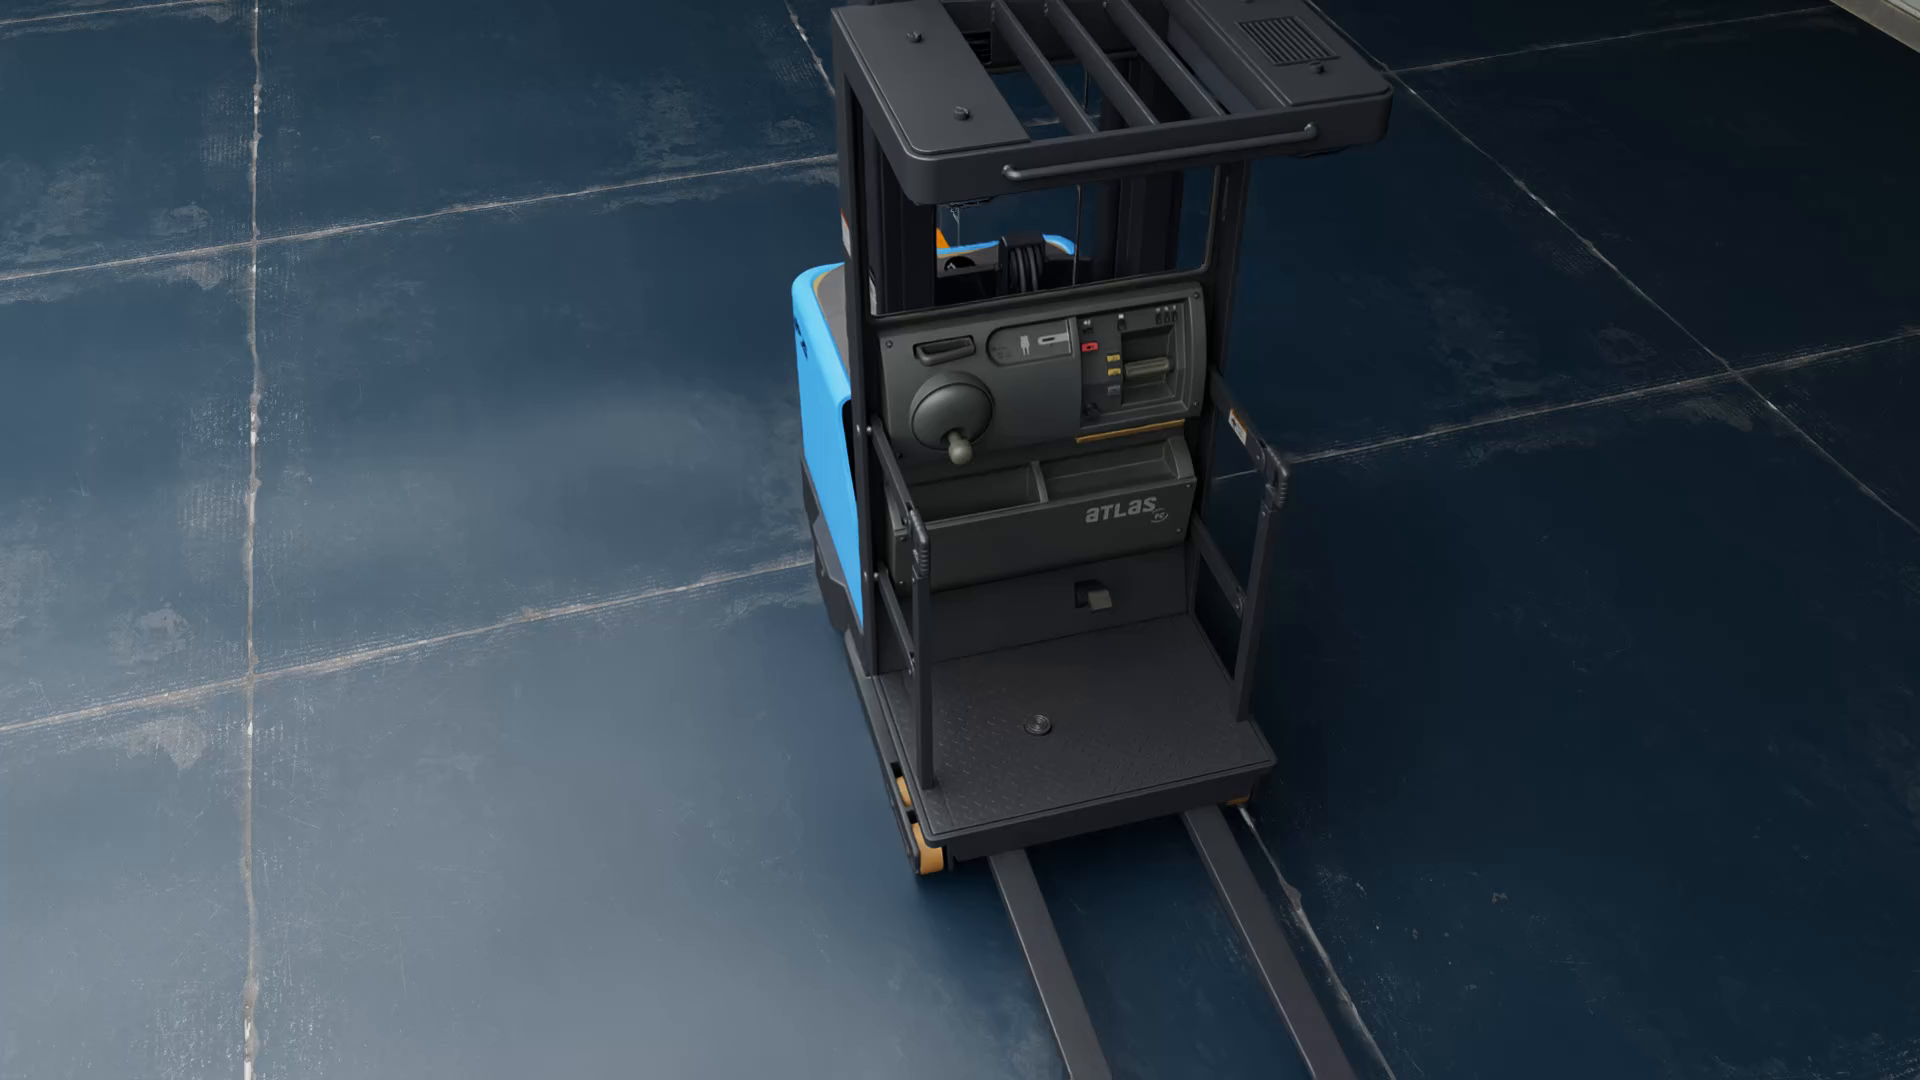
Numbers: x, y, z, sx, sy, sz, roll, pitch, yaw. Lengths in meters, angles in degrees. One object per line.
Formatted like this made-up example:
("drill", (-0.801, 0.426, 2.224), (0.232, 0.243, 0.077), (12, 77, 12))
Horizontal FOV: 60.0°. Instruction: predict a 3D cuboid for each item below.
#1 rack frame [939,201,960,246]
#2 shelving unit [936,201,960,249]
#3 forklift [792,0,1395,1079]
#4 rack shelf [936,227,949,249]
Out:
("rack frame", (-0.037, -0.796, 6.249), (0.006, 1.200, 0.240), (-11, 42, -13))
("shelving unit", (-0.125, -0.778, 6.229), (0.189, 1.200, 0.258), (-11, 42, -13))
("forklift", (0.301, -0.375, 4.452), (1.130, 2.935, 3.031), (-11, 42, -12))
("rack shelf", (-0.125, -1.016, 6.021), (0.180, 0.103, 0.258), (-11, 42, -13))
